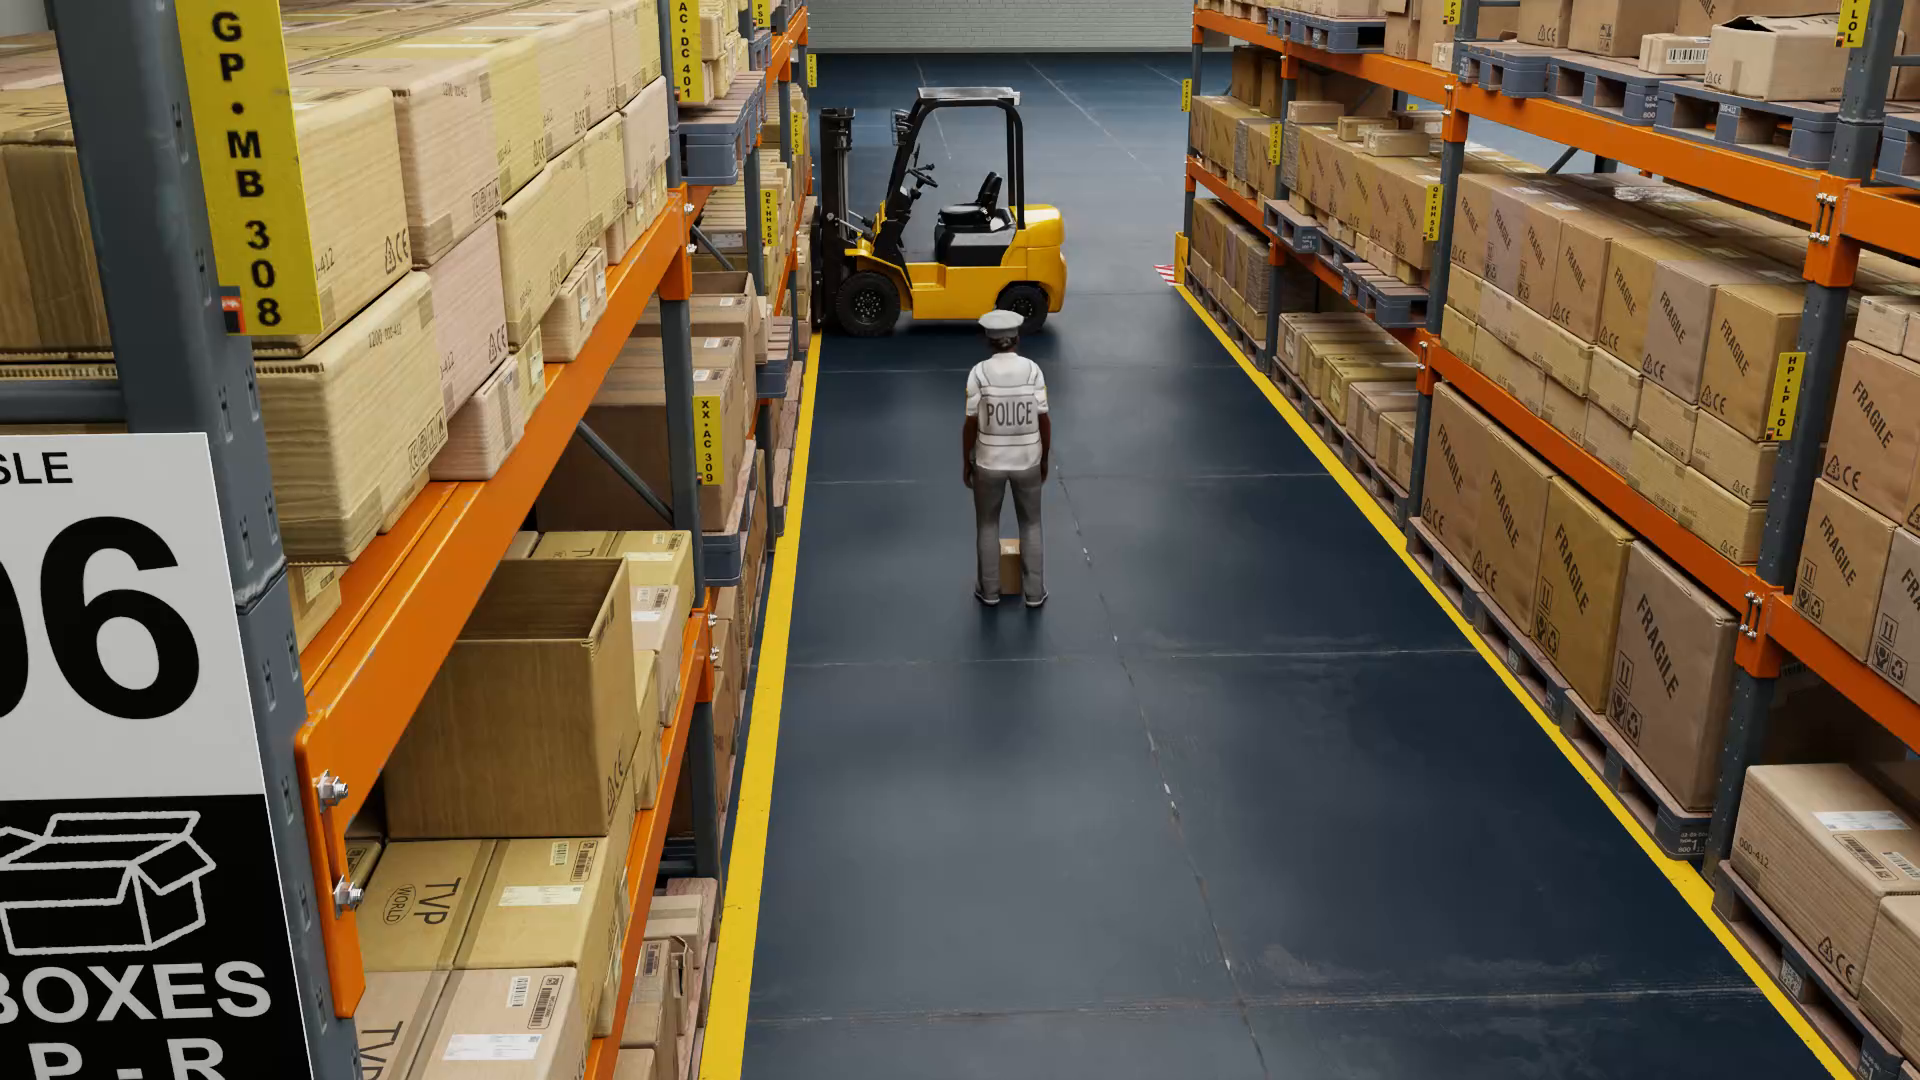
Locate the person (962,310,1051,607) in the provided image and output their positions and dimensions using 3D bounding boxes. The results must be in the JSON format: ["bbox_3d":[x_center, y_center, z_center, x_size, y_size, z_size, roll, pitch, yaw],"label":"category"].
[{"bbox_3d":[0.262,-0.427,9.222,0.512,1.656,0.426,-2,21,-5],"label":"person"}]
